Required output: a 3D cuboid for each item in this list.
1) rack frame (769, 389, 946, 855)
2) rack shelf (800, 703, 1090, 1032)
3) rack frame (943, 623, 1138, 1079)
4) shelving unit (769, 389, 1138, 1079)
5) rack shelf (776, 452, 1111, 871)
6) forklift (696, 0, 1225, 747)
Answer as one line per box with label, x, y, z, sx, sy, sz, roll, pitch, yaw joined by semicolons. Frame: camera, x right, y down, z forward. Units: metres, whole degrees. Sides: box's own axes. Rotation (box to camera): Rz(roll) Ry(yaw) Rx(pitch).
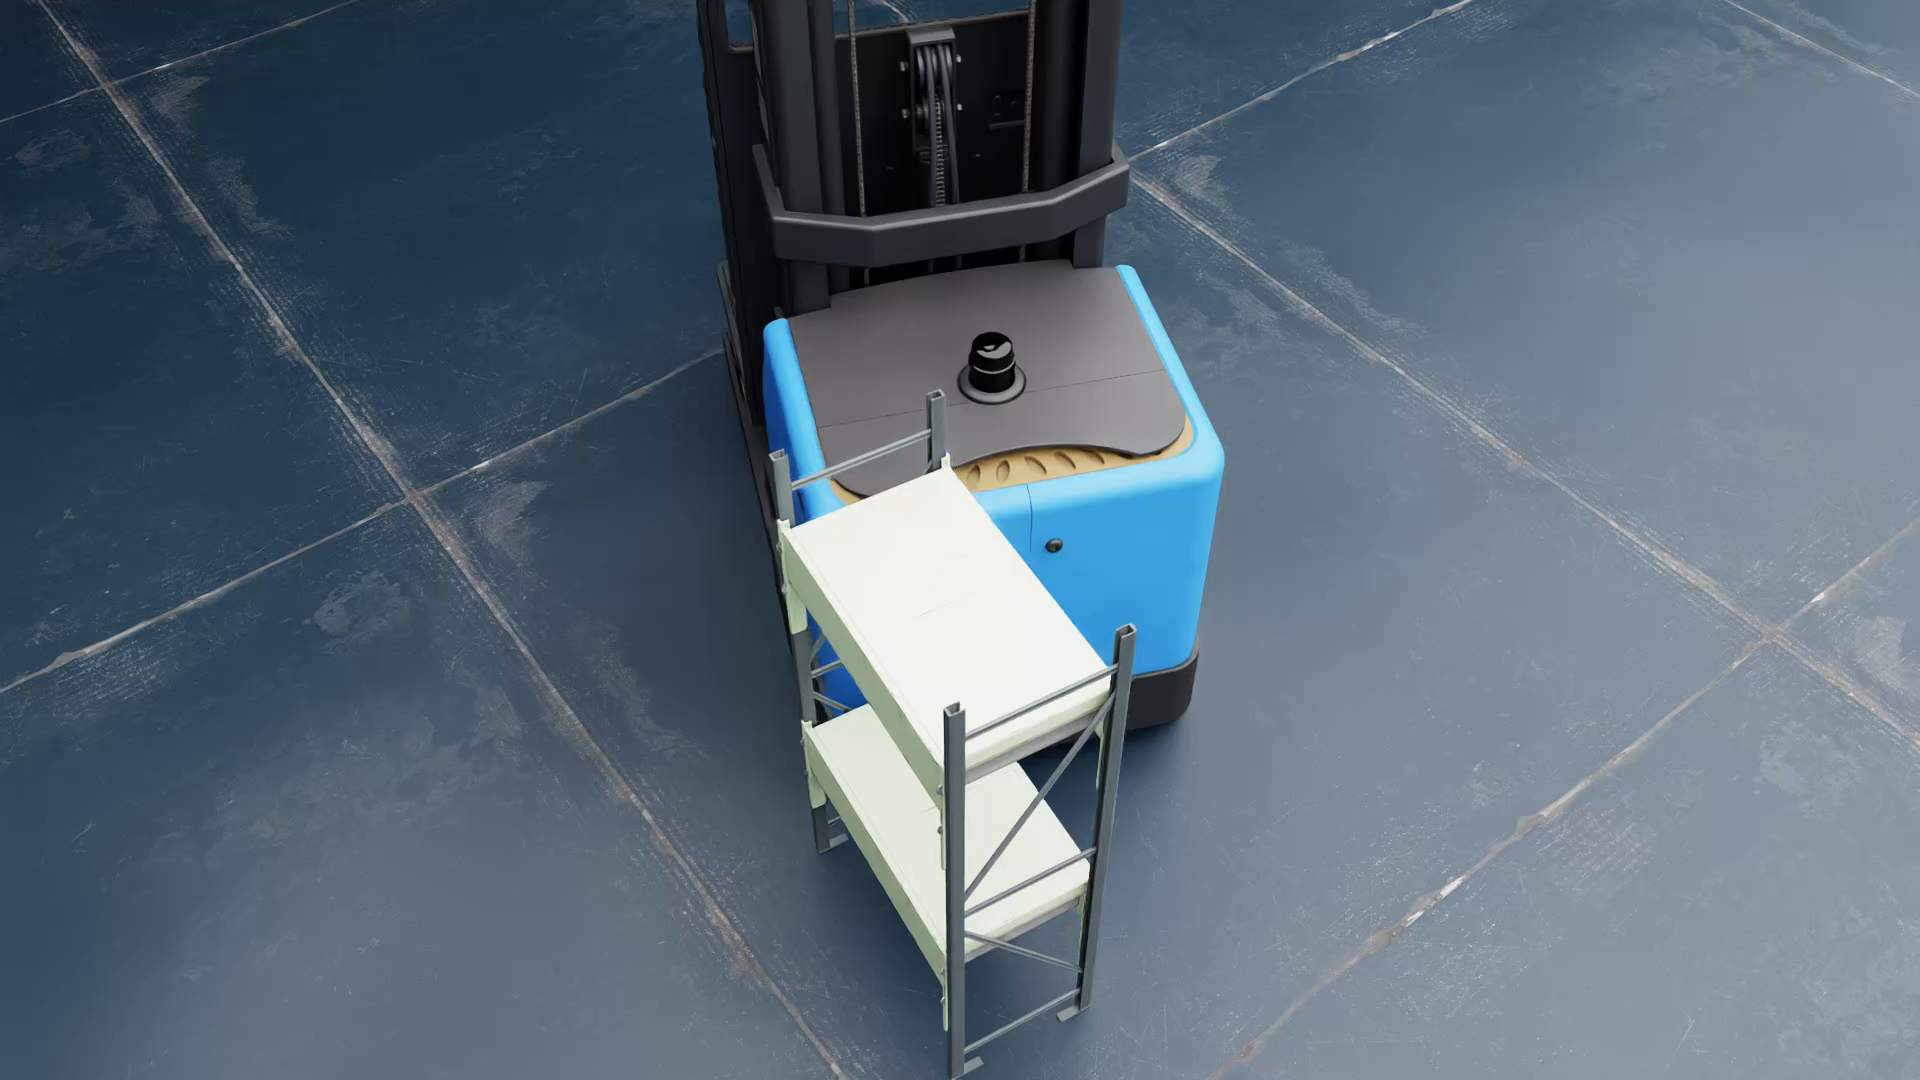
rack frame;-0.210;0.264;3.998;0.400;1.500;0.023;-23;52;-19
rack shelf;-0.031;0.719;4.025;0.431;0.370;0.720;-23;52;-19
rack frame;0.149;0.737;3.570;0.400;1.500;0.023;-23;52;-19
shelving unit;-0.031;0.501;3.784;0.431;1.500;0.755;-23;52;-19
rack shelf;-0.031;0.238;3.495;0.431;0.370;0.720;-23;52;-19
forklift;-0.188;-1.436;4.574;1.130;2.935;3.031;-10;49;-9
